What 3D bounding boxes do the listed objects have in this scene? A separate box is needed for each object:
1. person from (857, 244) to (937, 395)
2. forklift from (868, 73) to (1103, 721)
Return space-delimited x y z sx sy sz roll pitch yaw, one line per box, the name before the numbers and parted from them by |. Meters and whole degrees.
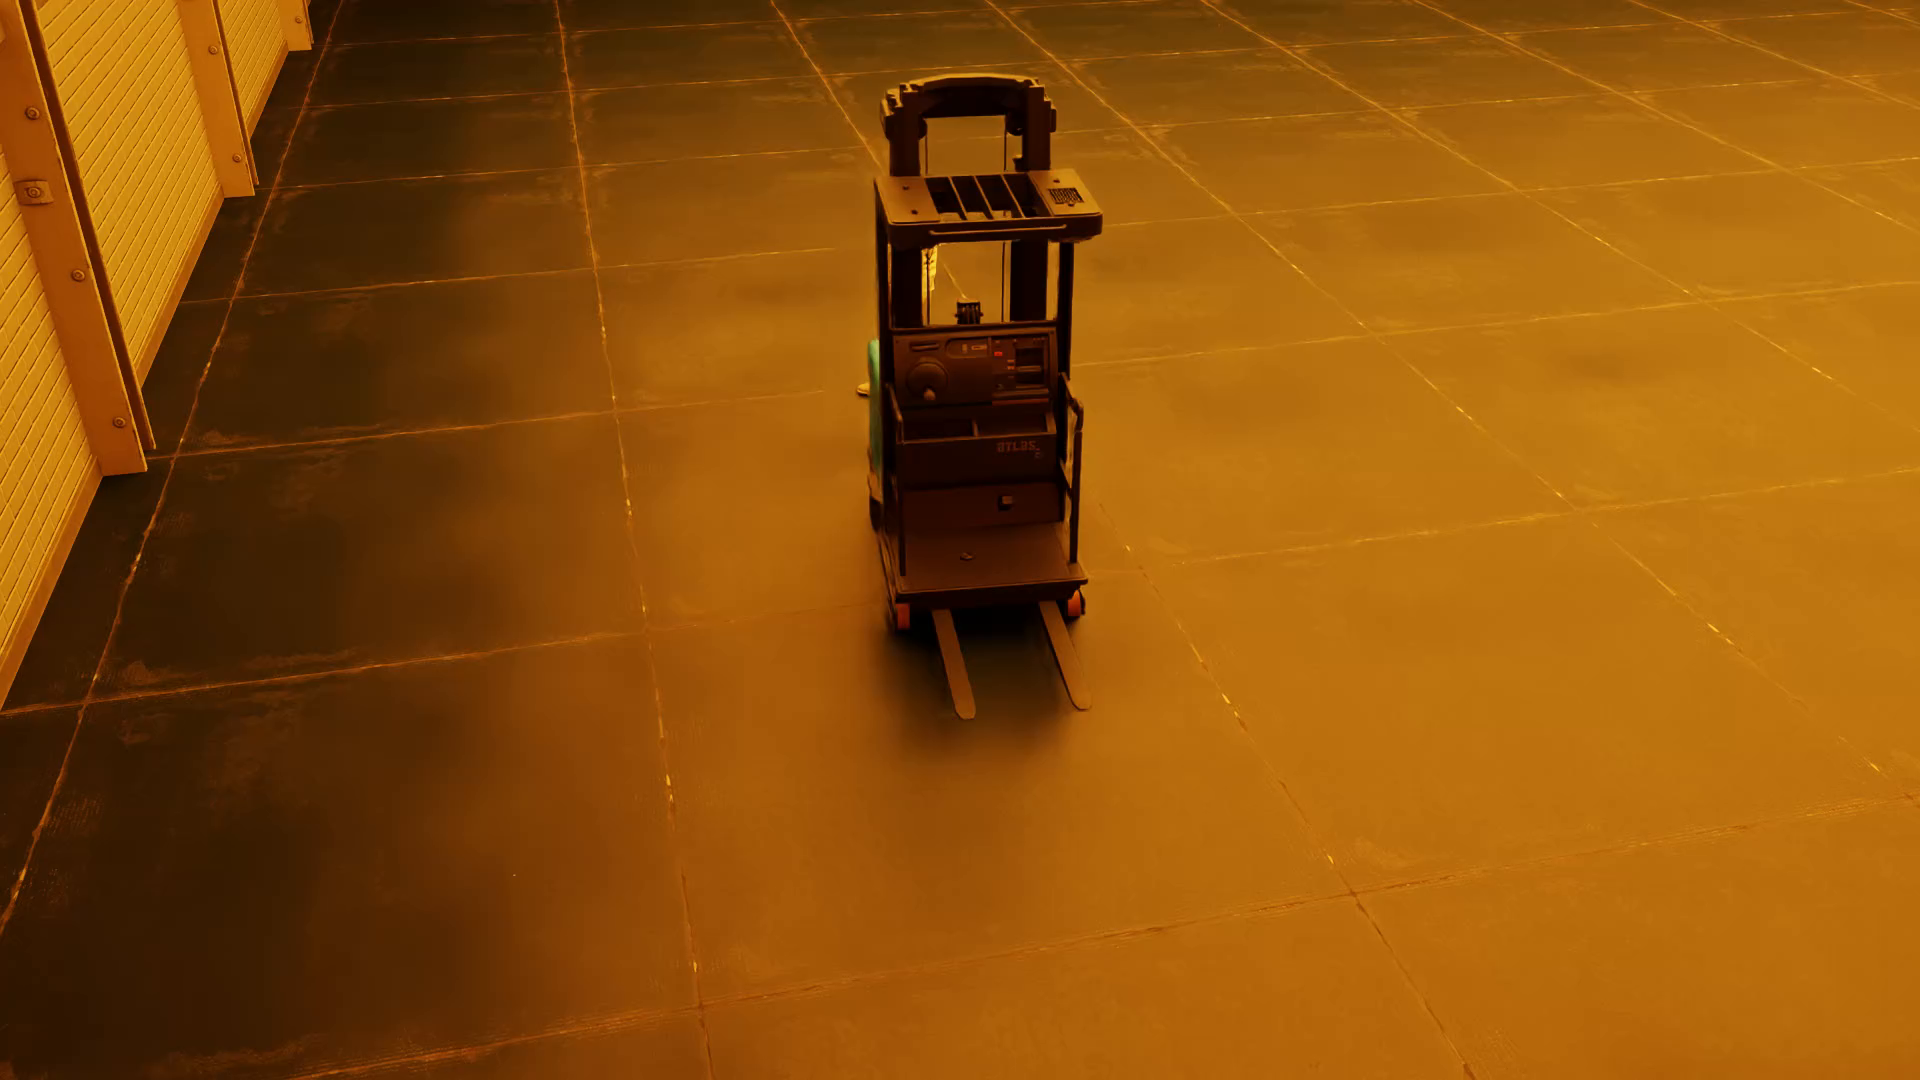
person | -0.424 -1.769 11.850 0.532 1.695 0.588 -13 32 -21
forklift | 0.122 -0.934 9.188 1.130 2.935 3.031 -4 30 -7
